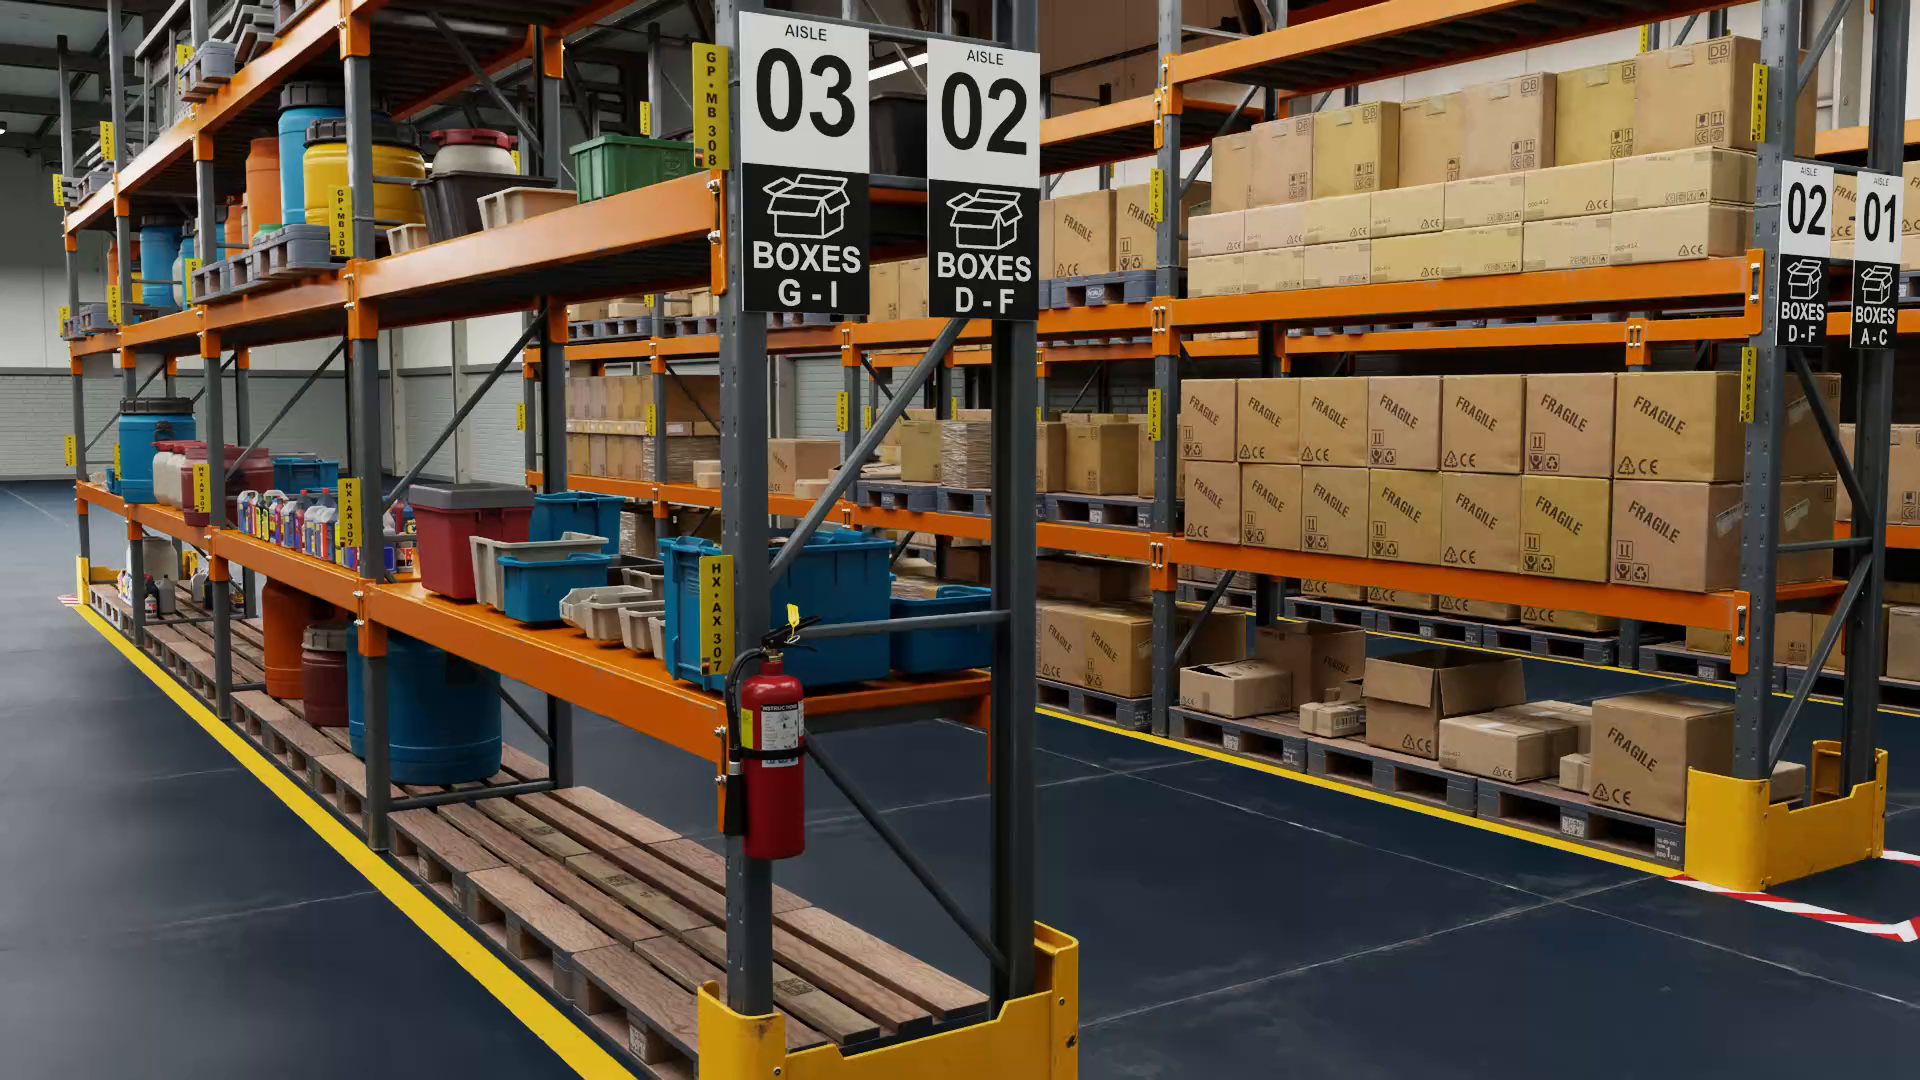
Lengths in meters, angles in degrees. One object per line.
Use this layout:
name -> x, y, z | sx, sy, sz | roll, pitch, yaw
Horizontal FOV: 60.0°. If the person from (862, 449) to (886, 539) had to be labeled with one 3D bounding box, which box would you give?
person -> -1.000, -0.152, 17.847 | 0.500, 1.722, 0.726 | -3, 6, -33
